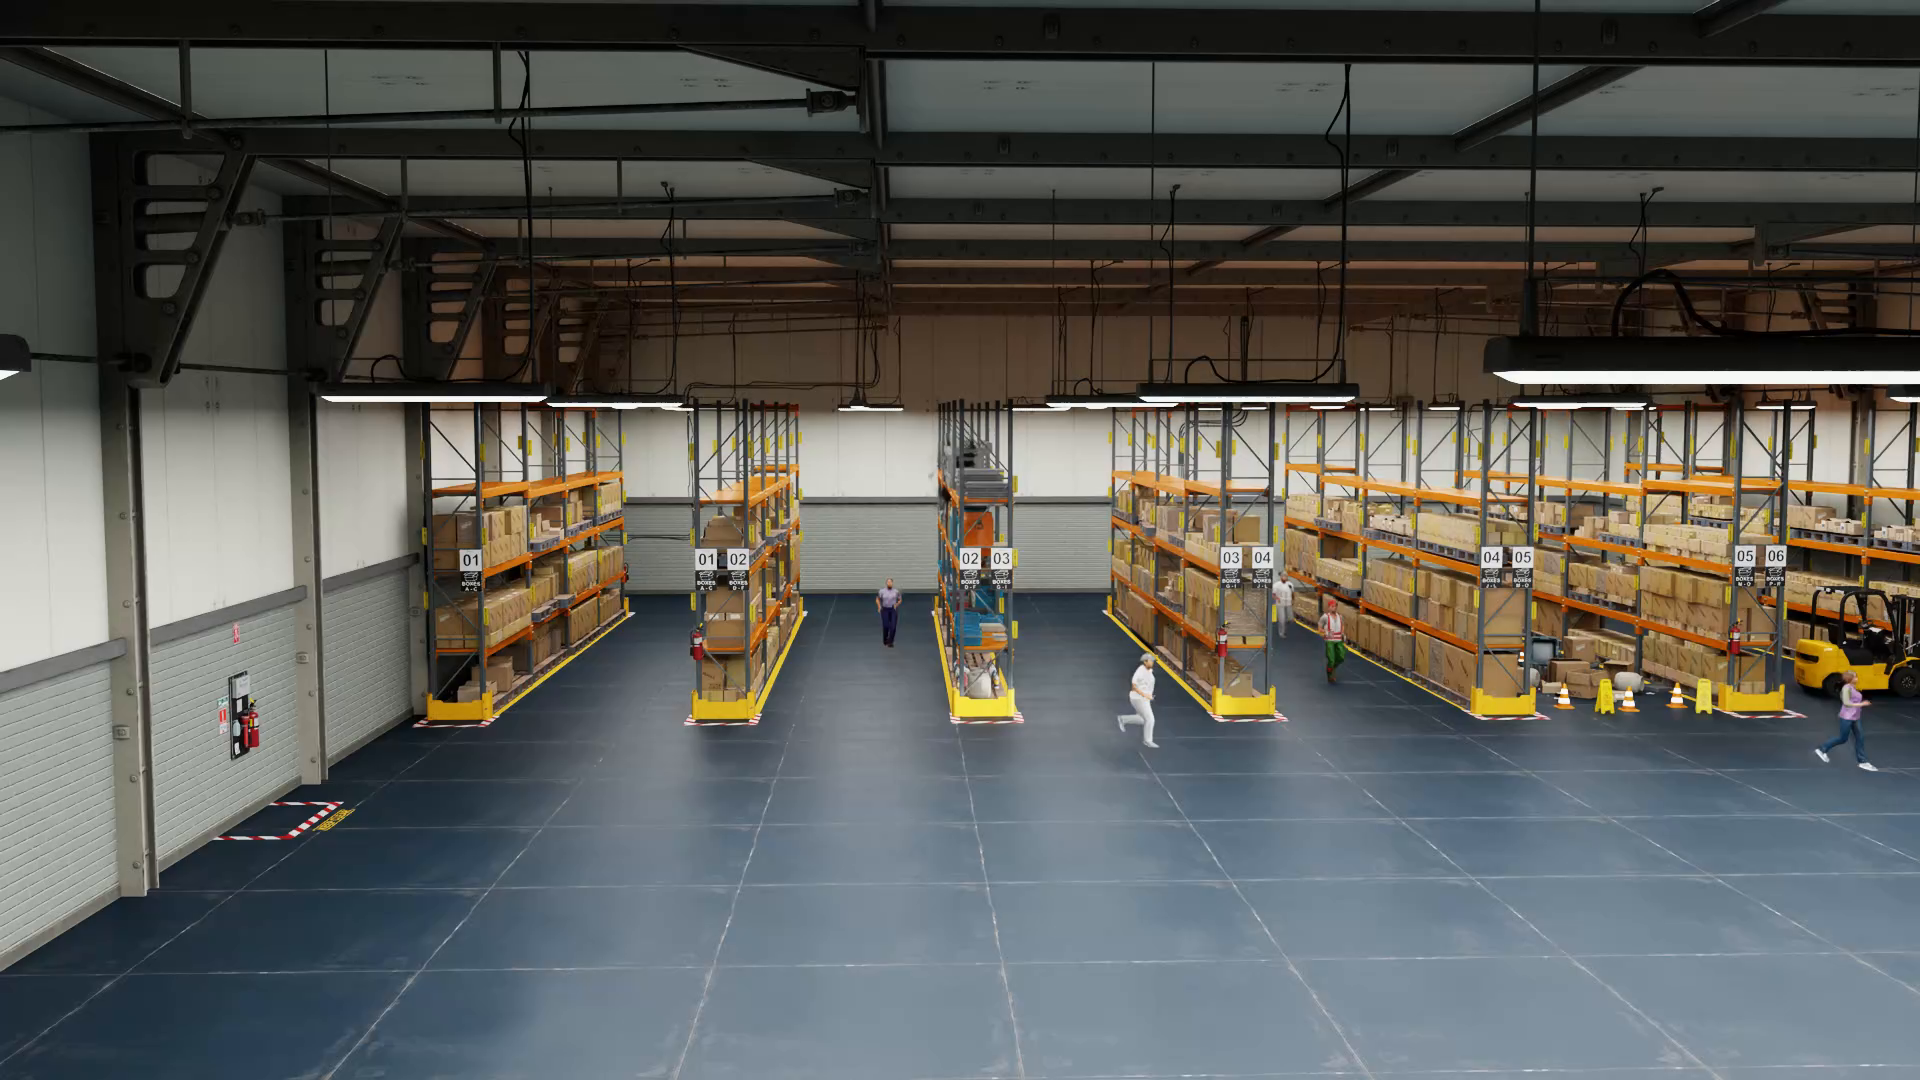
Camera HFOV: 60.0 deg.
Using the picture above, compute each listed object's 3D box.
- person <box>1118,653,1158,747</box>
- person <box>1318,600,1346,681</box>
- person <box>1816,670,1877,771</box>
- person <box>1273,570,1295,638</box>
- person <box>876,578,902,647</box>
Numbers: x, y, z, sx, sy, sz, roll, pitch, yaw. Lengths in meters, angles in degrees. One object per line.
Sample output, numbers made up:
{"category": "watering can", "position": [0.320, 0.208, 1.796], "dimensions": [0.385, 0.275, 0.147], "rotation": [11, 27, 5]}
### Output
{"category": "person", "position": [3.070, 2.762, 28.725], "dimensions": [0.751, 1.647, 0.624], "rotation": [2, 5, 23]}
{"category": "person", "position": [7.970, 2.156, 35.436], "dimensions": [0.648, 1.740, 0.596], "rotation": [-1, 4, -13]}
{"category": "person", "position": [14.285, 2.876, 26.740], "dimensions": [0.539, 1.583, 0.894], "rotation": [-4, 6, -44]}
{"category": "person", "position": [8.256, 1.635, 42.401], "dimensions": [0.659, 1.732, 0.622], "rotation": [-1, 4, -8]}
{"category": "person", "position": [-1.639, 1.705, 38.726], "dimensions": [0.607, 1.594, 0.504], "rotation": [-1, 4, -8]}
